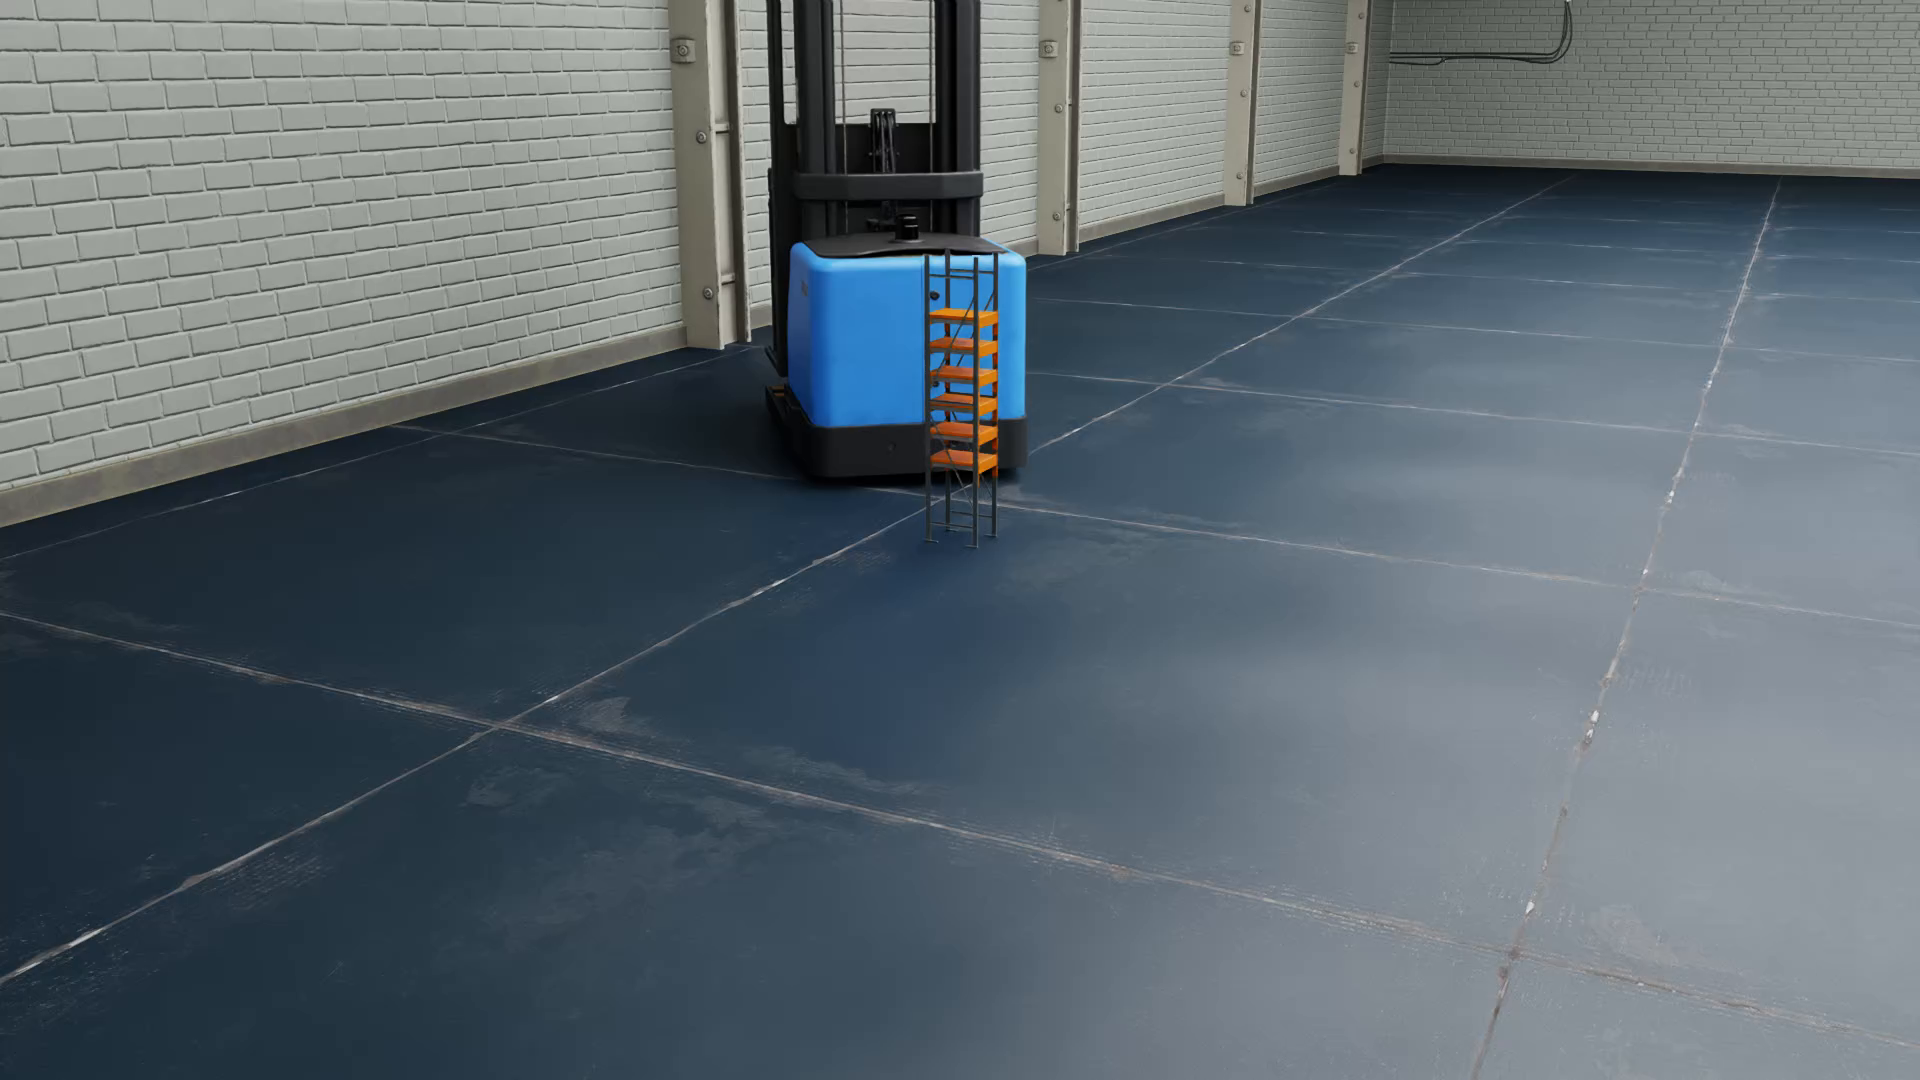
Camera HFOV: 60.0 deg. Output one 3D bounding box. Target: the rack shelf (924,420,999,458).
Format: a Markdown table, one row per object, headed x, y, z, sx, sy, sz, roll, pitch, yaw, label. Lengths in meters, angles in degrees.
| x | y | z | sx | sy | sz | roll | pitch | yaw | label |
| --- | --- | --- | --- | --- | --- | --- | --- | --- | --- |
| 0.006 | -0.421 | 6.913 | 0.258 | 0.103 | 0.180 | 8 | 18 | 25 | rack shelf |

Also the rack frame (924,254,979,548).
| x | y | z | sx | sy | sz | roll | pitch | yaw | label |
| --- | --- | --- | --- | --- | --- | --- | --- | --- | --- |
| -0.034 | -0.556 | 6.787 | 0.240 | 1.200 | 0.006 | 8 | 18 | 25 | rack frame |

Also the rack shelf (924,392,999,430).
| x | y | z | sx | sy | sz | roll | pitch | yaw | label |
| --- | --- | --- | --- | --- | --- | --- | --- | --- | --- |
| 0.006 | -0.536 | 6.879 | 0.258 | 0.103 | 0.180 | 8 | 18 | 25 | rack shelf |

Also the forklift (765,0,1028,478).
| x | y | z | sx | sy | sz | roll | pitch | yaw | label |
| --- | --- | --- | --- | --- | --- | --- | --- | --- | --- |
| -0.486 | -2.073 | 8.857 | 1.130 | 2.935 | 3.031 | -3 | 17 | -12 | forklift |

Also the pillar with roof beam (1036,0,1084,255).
| x | y | z | sx | sy | sz | roll | pitch | yaw | label |
| --- | --- | --- | --- | --- | --- | --- | --- | --- | --- |
| 4.833 | -6.673 | 13.685 | 9.100 | 9.000 | 0.400 | 8 | 18 | 25 | pillar with roof beam |

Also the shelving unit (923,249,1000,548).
| x | y | z | sx | sy | sz | roll | pitch | yaw | label |
| --- | --- | --- | --- | --- | --- | --- | --- | --- | --- |
| 0.006 | -0.579 | 6.866 | 0.258 | 1.200 | 0.189 | 8 | 18 | 25 | shelving unit |

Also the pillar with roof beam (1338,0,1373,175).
| x | y | z | sx | sy | sz | roll | pitch | yaw | label |
| --- | --- | --- | --- | --- | --- | --- | --- | --- | --- |
| 10.196 | -9.729 | 23.976 | 9.100 | 9.000 | 0.400 | 8 | 18 | 25 | pillar with roof beam |

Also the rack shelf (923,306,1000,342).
| x | y | z | sx | sy | sz | roll | pitch | yaw | label |
| --- | --- | --- | --- | --- | --- | --- | --- | --- | --- |
| 0.006 | -0.881 | 6.776 | 0.258 | 0.103 | 0.180 | 8 | 18 | 25 | rack shelf |

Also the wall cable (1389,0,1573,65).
| x | y | z | sx | sy | sz | roll | pitch | yaw | label |
| --- | --- | --- | --- | --- | --- | --- | --- | --- | --- |
| 8.844 | -9.371 | 28.222 | 3.097 | 2.526 | 0.112 | 8 | 18 | 25 | wall cable |

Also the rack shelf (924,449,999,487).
| x | y | z | sx | sy | sz | roll | pitch | yaw | label |
| --- | --- | --- | --- | --- | --- | --- | --- | --- | --- |
| 0.006 | -0.306 | 6.947 | 0.258 | 0.103 | 0.180 | 8 | 18 | 25 | rack shelf |

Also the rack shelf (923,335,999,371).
| x | y | z | sx | sy | sz | roll | pitch | yaw | label |
| --- | --- | --- | --- | --- | --- | --- | --- | --- | --- |
| 0.006 | -0.766 | 6.810 | 0.258 | 0.103 | 0.180 | 8 | 18 | 25 | rack shelf |

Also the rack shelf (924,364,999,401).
| x | y | z | sx | sy | sz | roll | pitch | yaw | label |
| --- | --- | --- | --- | --- | --- | --- | --- | --- | --- |
| 0.006 | -0.651 | 6.844 | 0.258 | 0.103 | 0.180 | 8 | 18 | 25 | rack shelf |

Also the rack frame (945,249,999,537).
| x | y | z | sx | sy | sz | roll | pitch | yaw | label |
| --- | --- | --- | --- | --- | --- | --- | --- | --- | --- |
| 0.047 | -0.602 | 6.944 | 0.240 | 1.200 | 0.006 | 8 | 18 | 25 | rack frame |

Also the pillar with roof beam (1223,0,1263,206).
| x | y | z | sx | sy | sz | roll | pitch | yaw | label |
| --- | --- | --- | --- | --- | --- | --- | --- | --- | --- |
| 7.515 | -8.201 | 18.830 | 9.100 | 9.000 | 0.400 | 8 | 18 | 25 | pillar with roof beam |

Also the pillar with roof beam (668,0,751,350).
| x | y | z | sx | sy | sz | roll | pitch | yaw | label |
| --- | --- | --- | --- | --- | --- | --- | --- | --- | --- |
| 2.152 | -5.144 | 8.539 | 9.100 | 9.000 | 0.400 | 8 | 18 | 25 | pillar with roof beam |
